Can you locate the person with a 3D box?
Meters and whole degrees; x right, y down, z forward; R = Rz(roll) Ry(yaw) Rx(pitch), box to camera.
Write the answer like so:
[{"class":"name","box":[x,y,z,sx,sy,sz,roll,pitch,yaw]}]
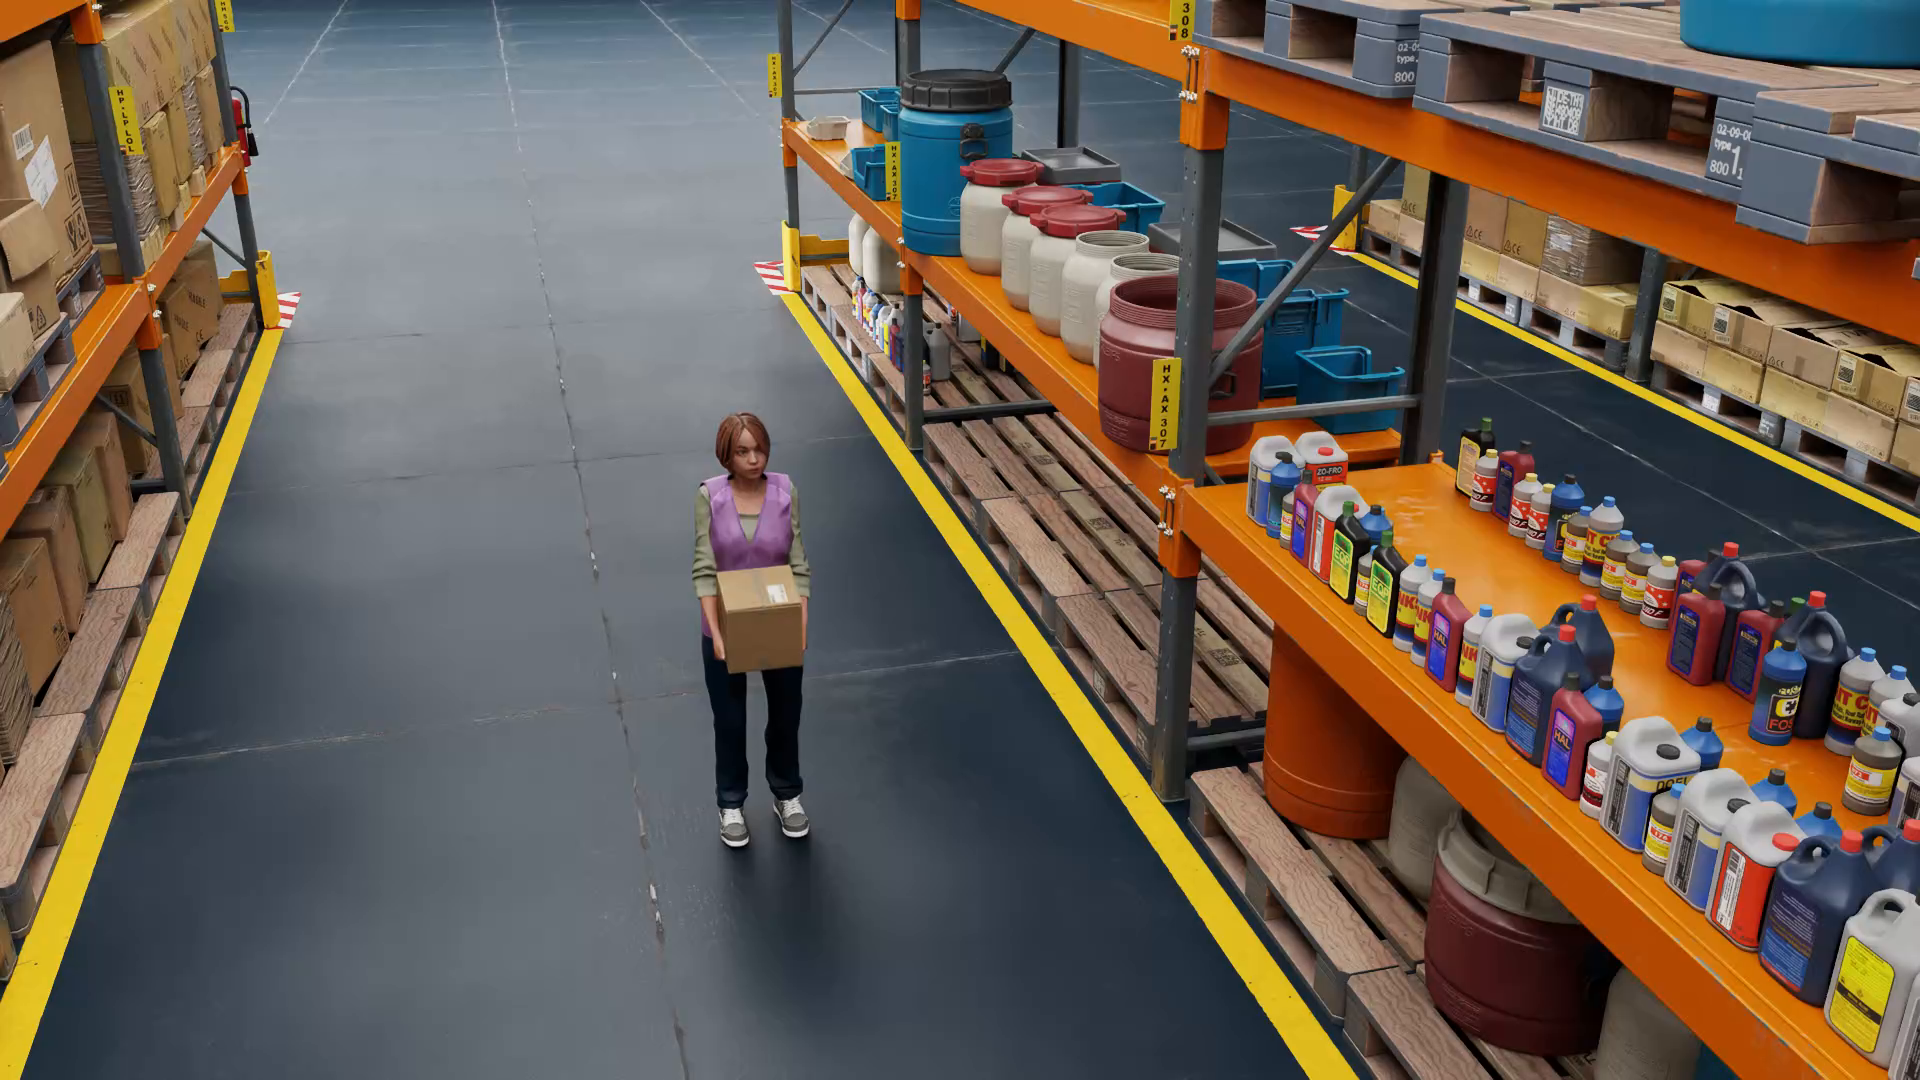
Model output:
[{"class":"person","box":[-0.712,0.355,5.791,0.404,1.592,0.494,-6,24,-13]}]
